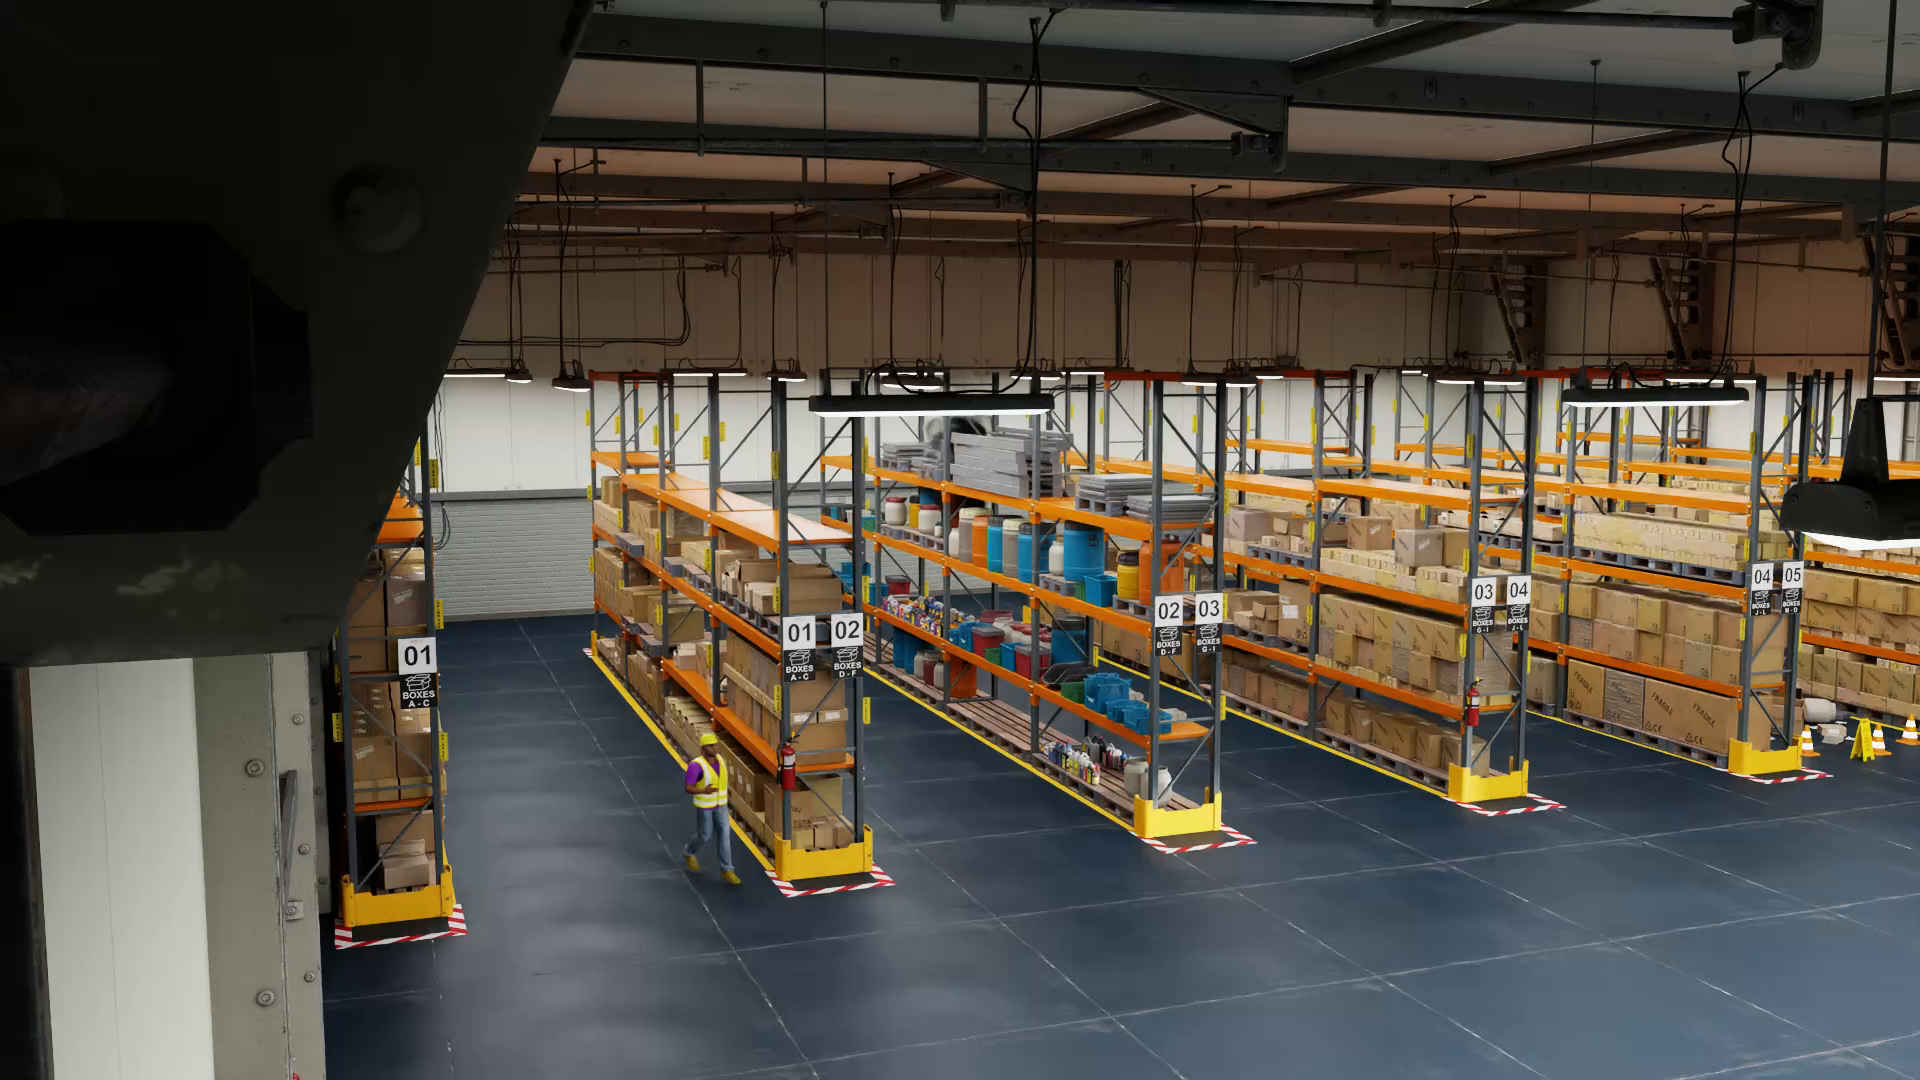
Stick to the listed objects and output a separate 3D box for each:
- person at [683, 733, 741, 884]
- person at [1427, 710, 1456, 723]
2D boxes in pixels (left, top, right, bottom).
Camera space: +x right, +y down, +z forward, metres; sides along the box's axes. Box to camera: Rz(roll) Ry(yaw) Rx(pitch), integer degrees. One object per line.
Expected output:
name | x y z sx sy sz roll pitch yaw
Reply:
person | -3.004 3.198 20.014 0.698 1.765 0.966 -6 9 -44
person | 8.430 2.298 28.882 0.618 1.682 0.619 -3 7 -29
